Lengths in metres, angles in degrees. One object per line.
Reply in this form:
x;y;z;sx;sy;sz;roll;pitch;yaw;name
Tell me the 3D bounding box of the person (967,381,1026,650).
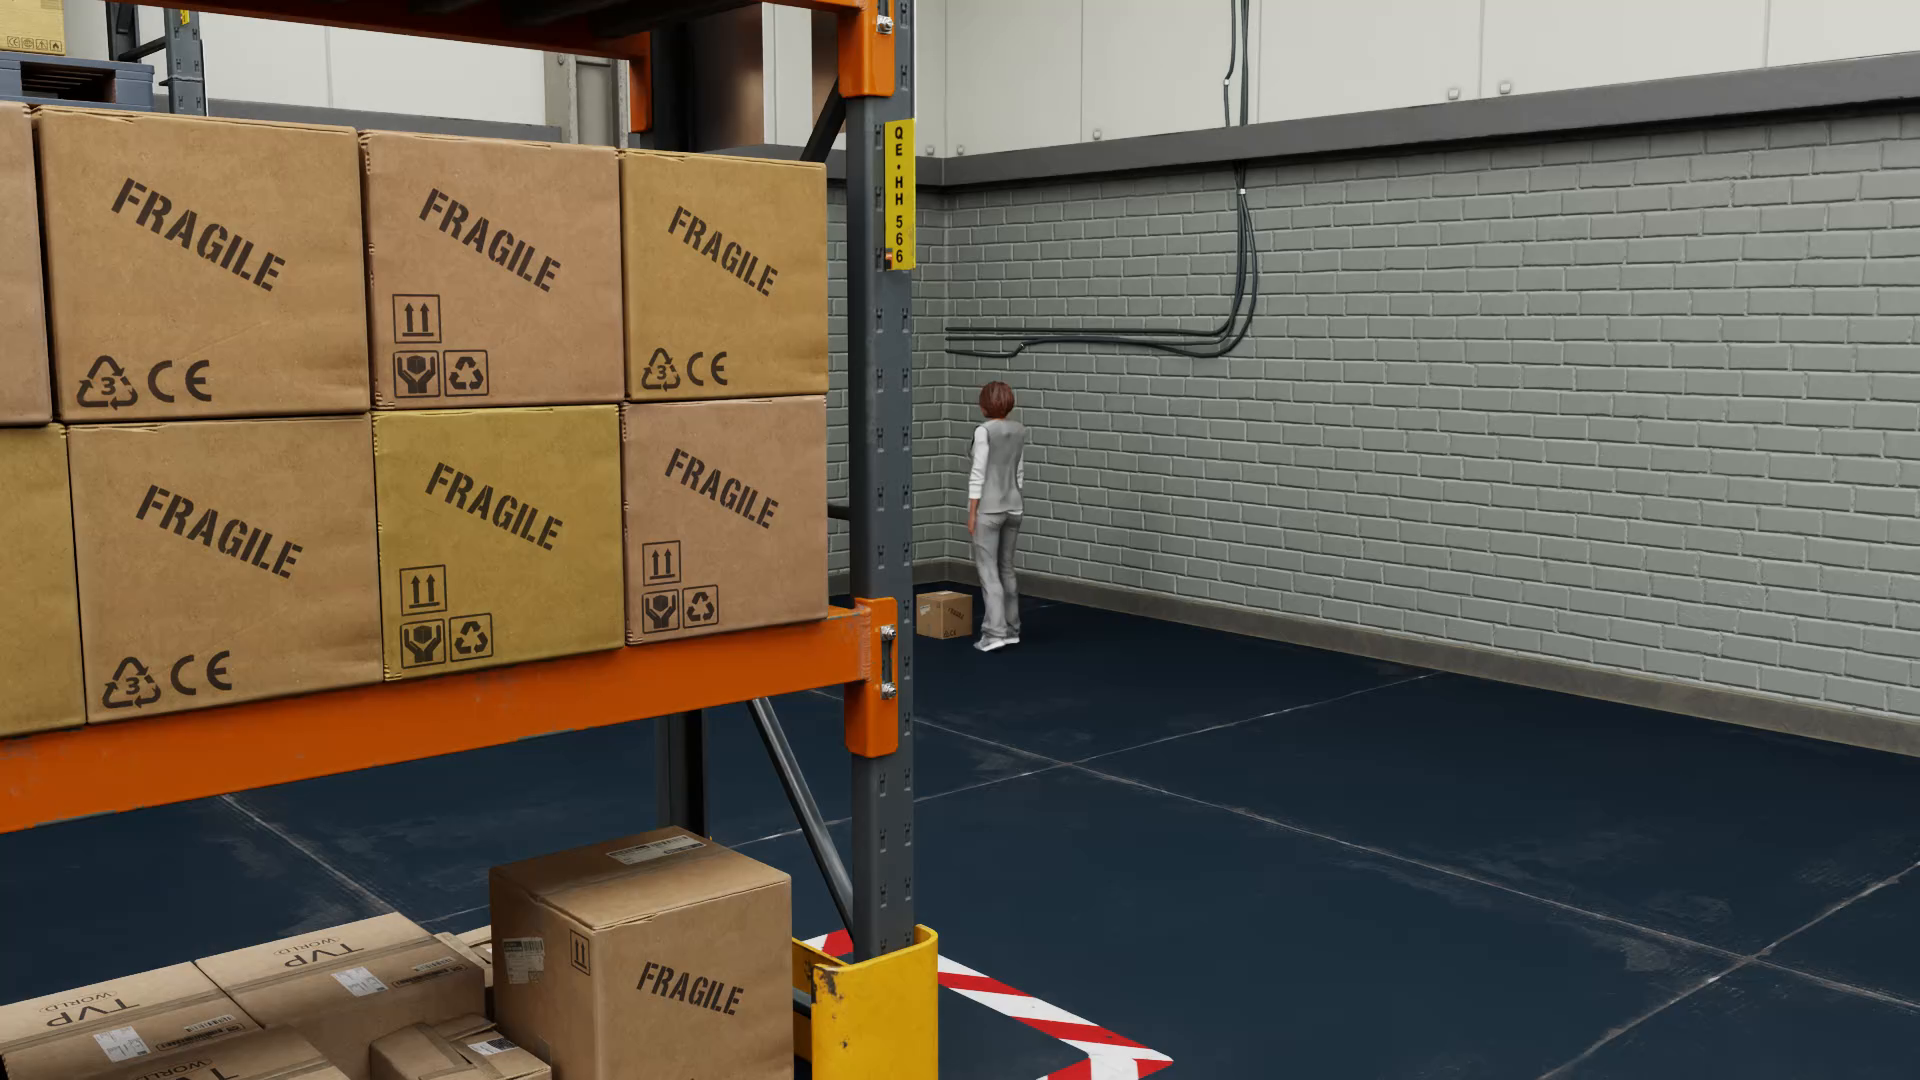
0.210;-0.135;9.956;0.410;1.632;0.371;-6;10;-40;person
